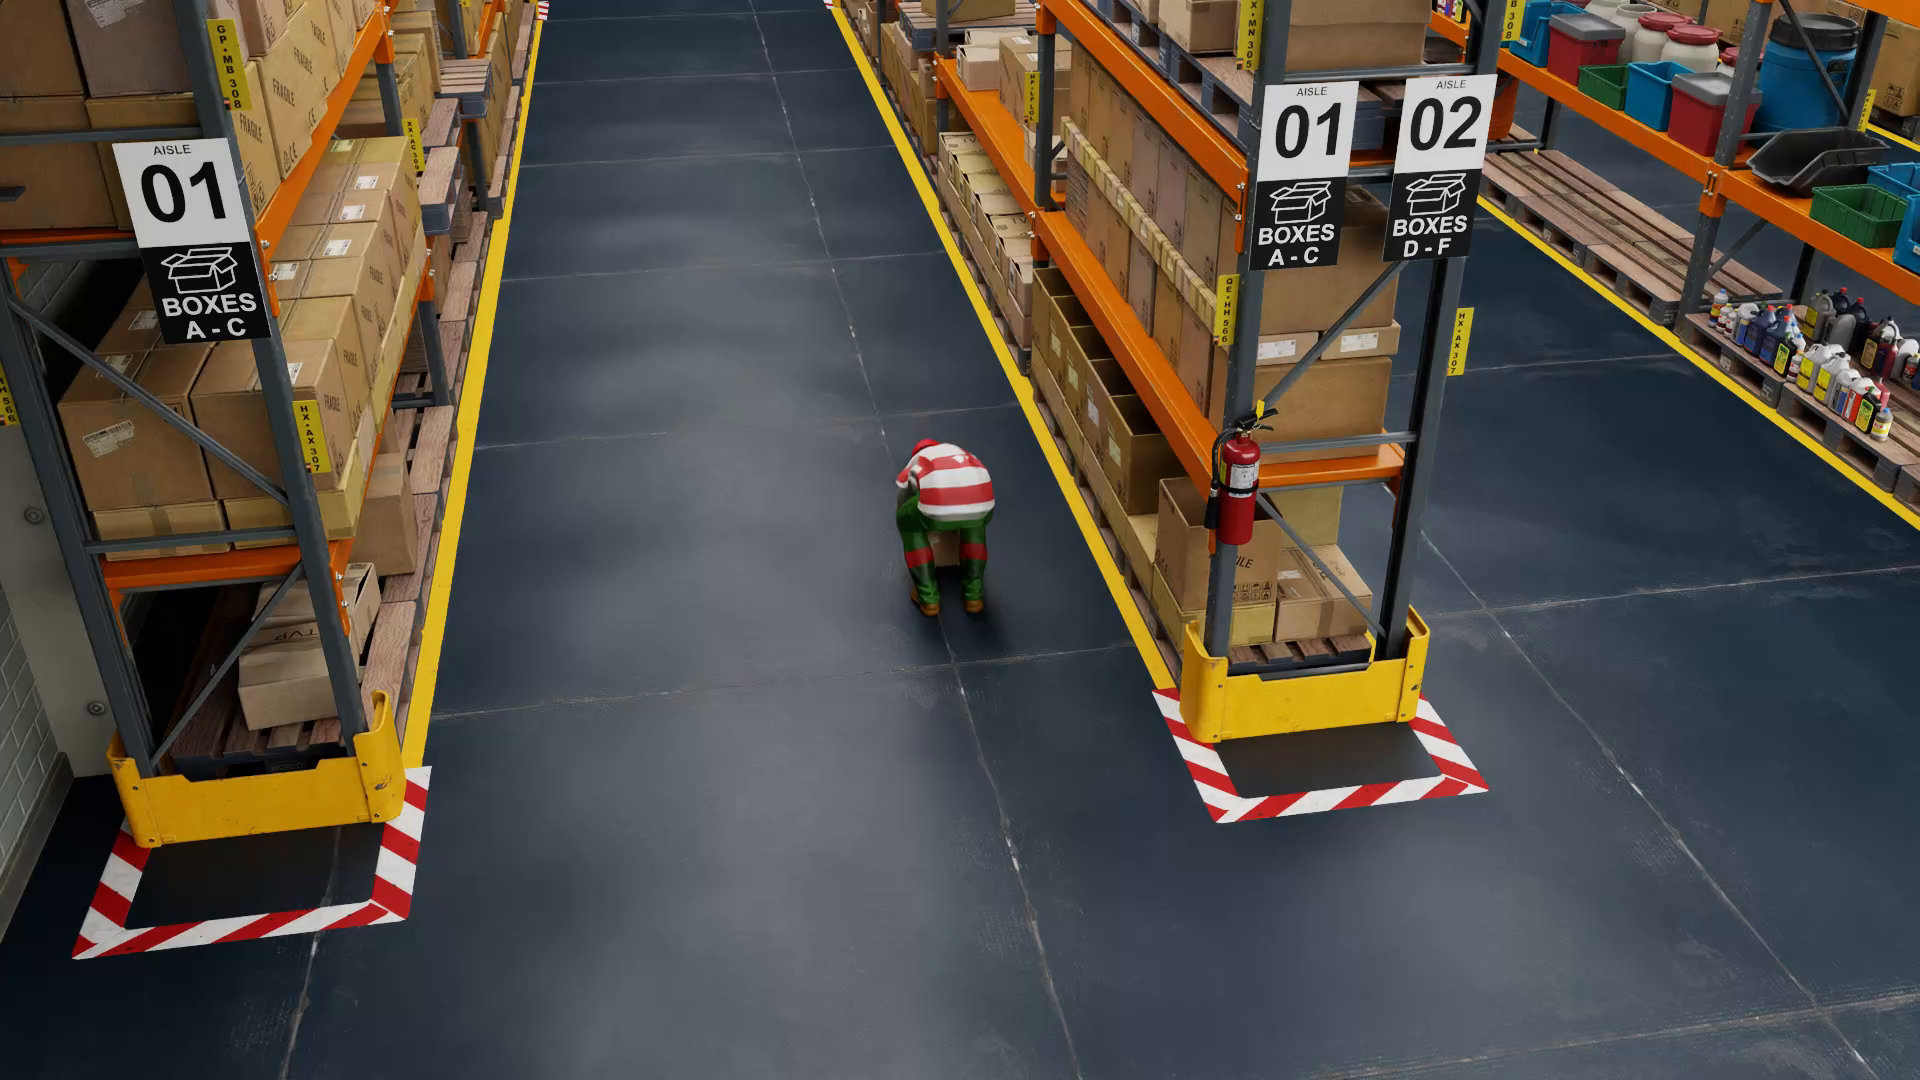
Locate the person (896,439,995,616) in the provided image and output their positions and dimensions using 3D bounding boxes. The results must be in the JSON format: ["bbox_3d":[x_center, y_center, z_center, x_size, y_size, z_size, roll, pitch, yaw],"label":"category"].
[{"bbox_3d":[-0.102,-0.135,9.197,0.535,0.931,0.951,-7,31,-11],"label":"person"}]
